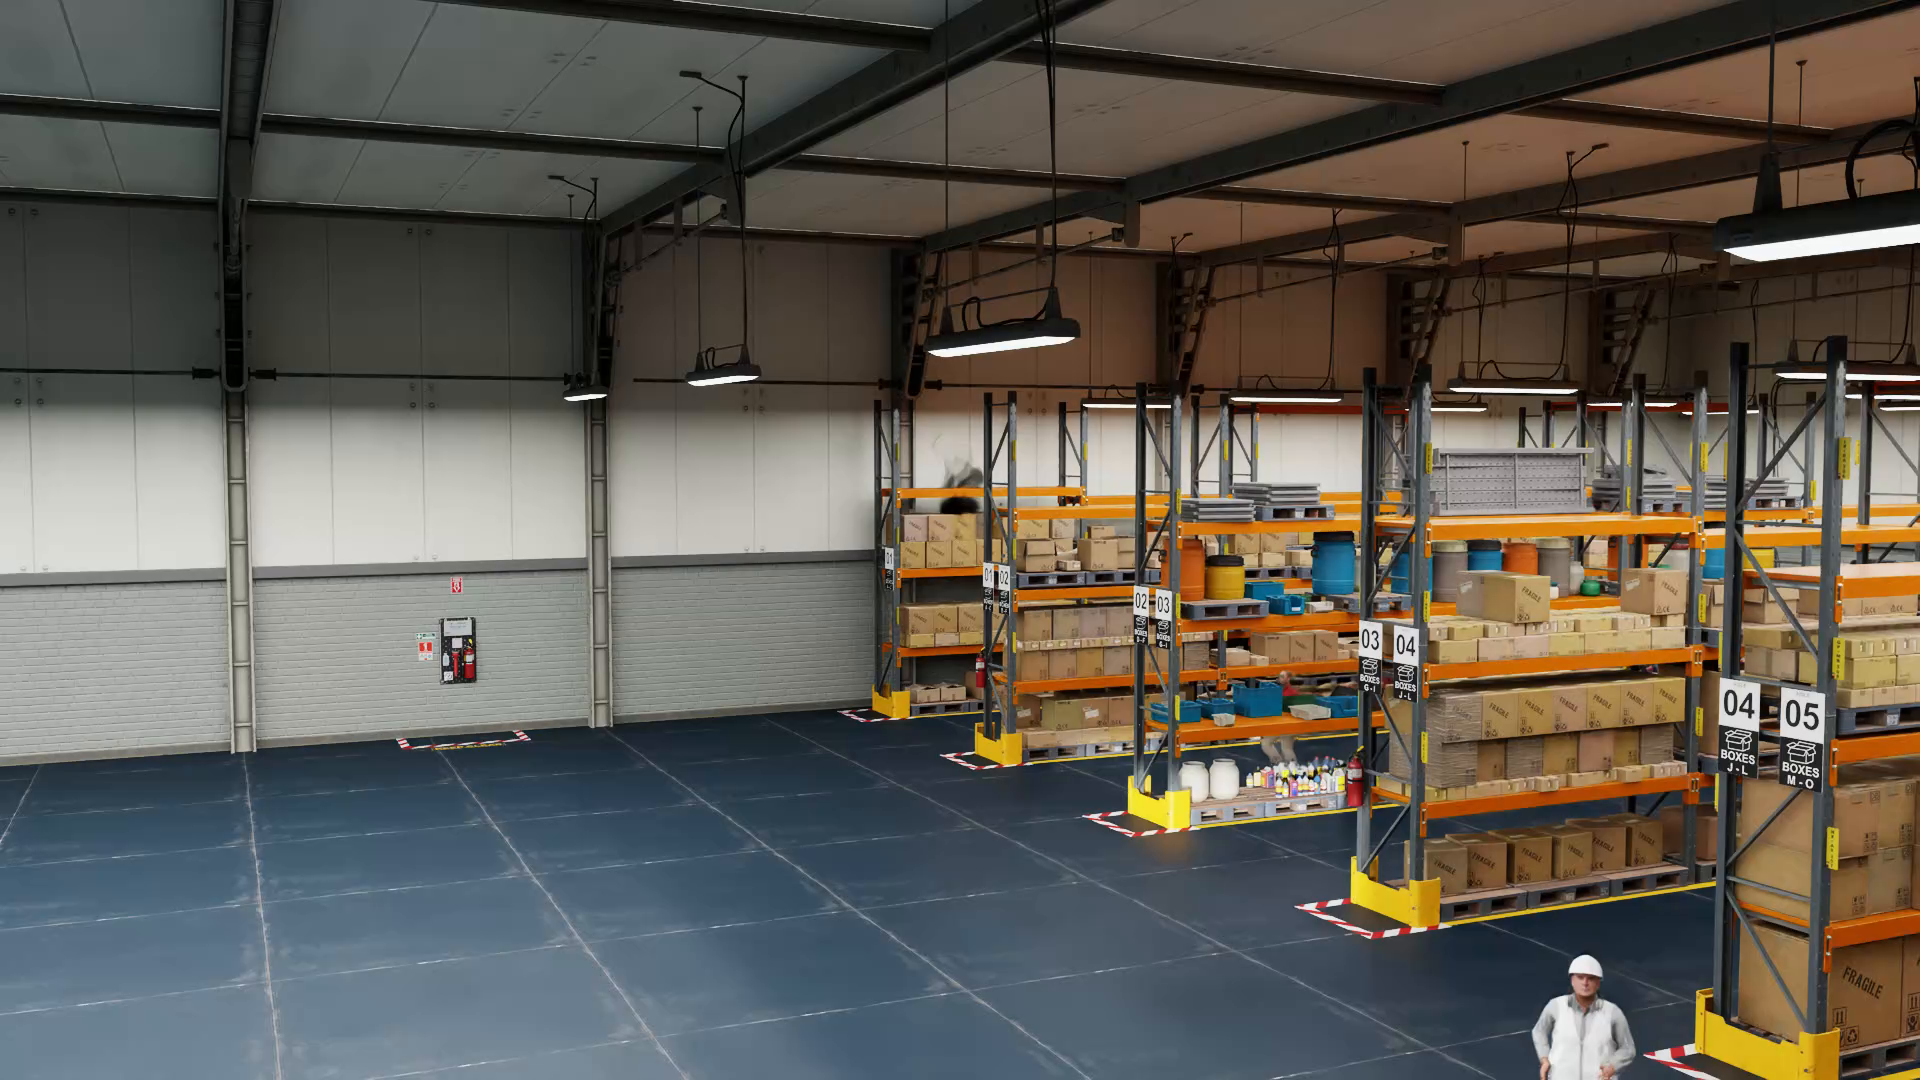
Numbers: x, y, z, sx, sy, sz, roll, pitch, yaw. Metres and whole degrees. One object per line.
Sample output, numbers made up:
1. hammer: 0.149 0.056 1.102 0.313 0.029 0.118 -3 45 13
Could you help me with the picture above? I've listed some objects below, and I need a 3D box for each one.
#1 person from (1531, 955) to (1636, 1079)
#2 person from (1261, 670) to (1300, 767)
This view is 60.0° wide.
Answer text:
1. person: 4.172 3.647 11.159 0.666 1.732 0.754 1 4 23
2. person: 4.899 2.835 25.382 0.653 1.714 0.652 -3 4 -37
